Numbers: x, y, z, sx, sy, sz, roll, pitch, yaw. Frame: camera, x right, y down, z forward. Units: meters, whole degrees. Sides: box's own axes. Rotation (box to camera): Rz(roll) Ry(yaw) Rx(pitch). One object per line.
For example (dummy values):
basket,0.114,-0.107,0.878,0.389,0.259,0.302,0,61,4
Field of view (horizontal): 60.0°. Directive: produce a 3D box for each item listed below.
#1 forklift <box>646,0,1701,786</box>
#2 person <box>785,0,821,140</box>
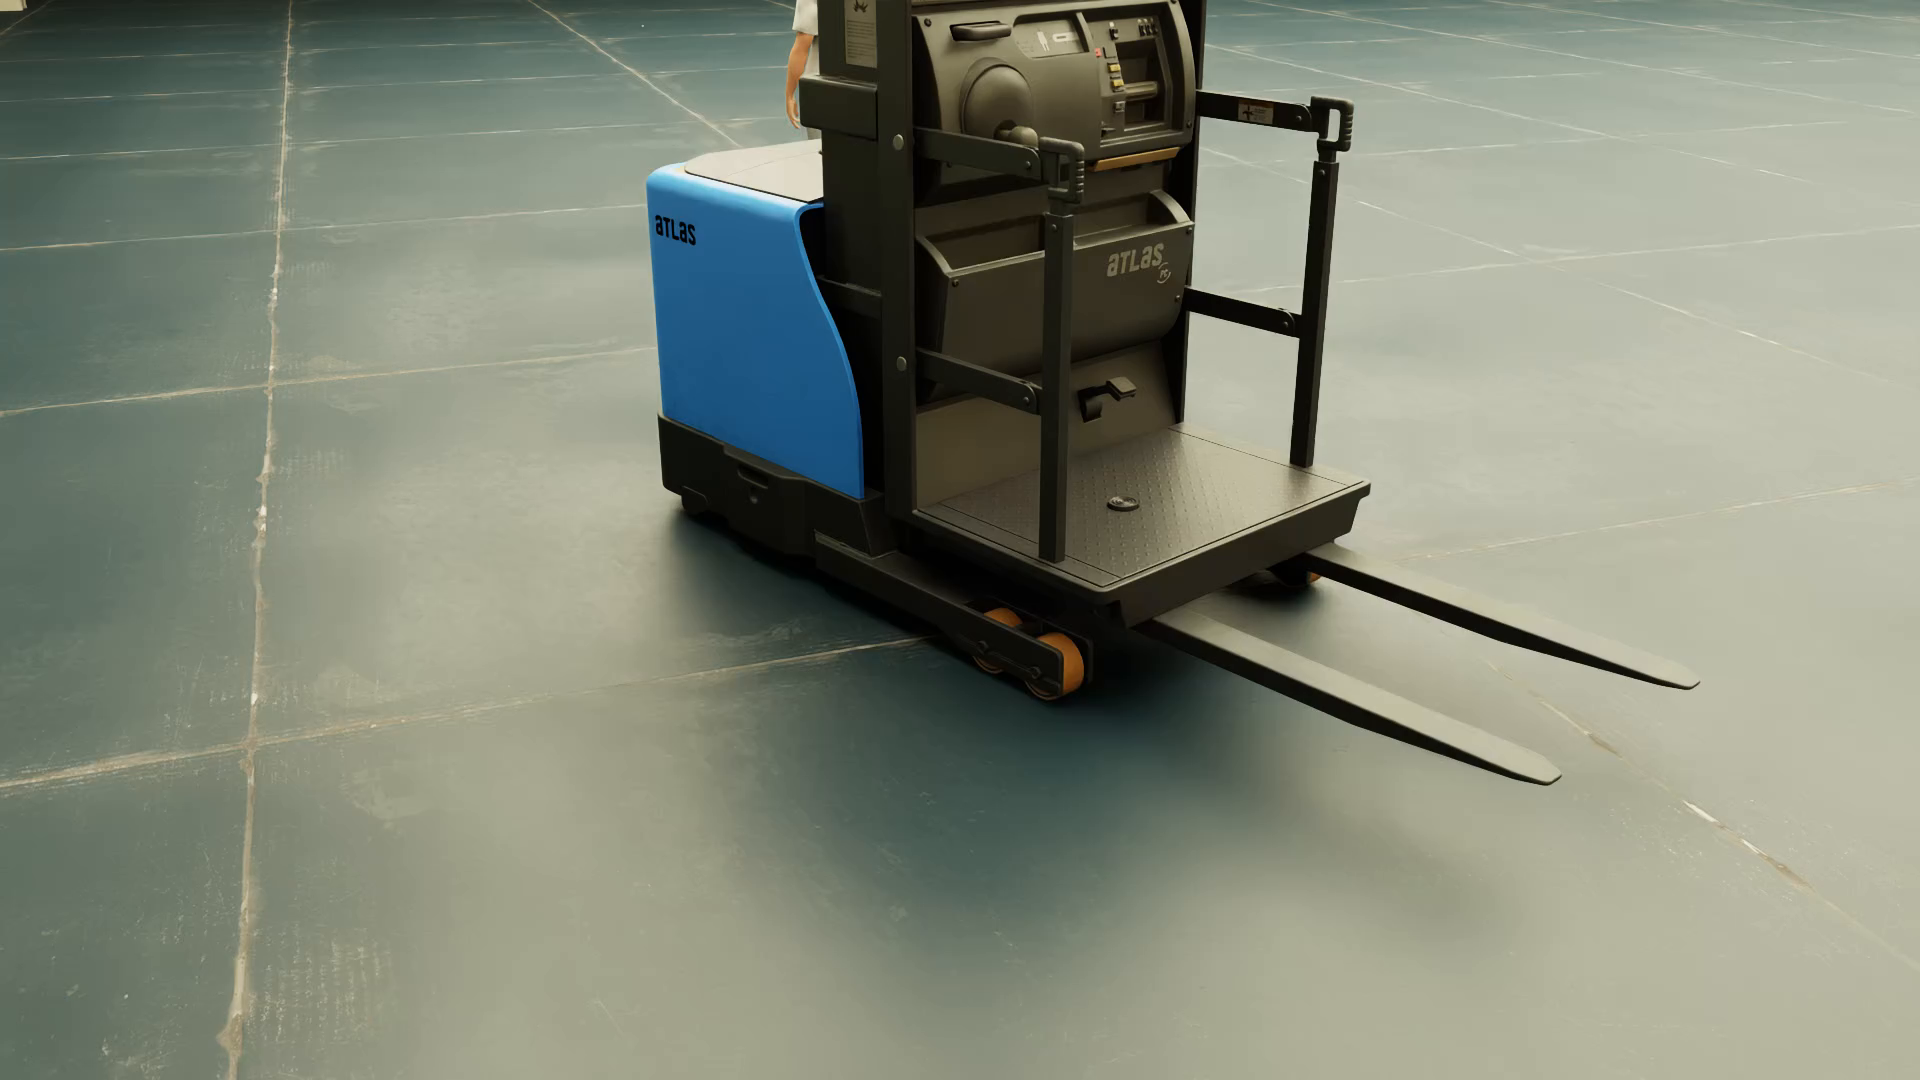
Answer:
forklift,0.409,-1.176,4.096,1.130,2.935,3.031,-19,30,-38
person,-0.598,-2.096,7.883,0.550,1.676,0.534,-13,26,-29
